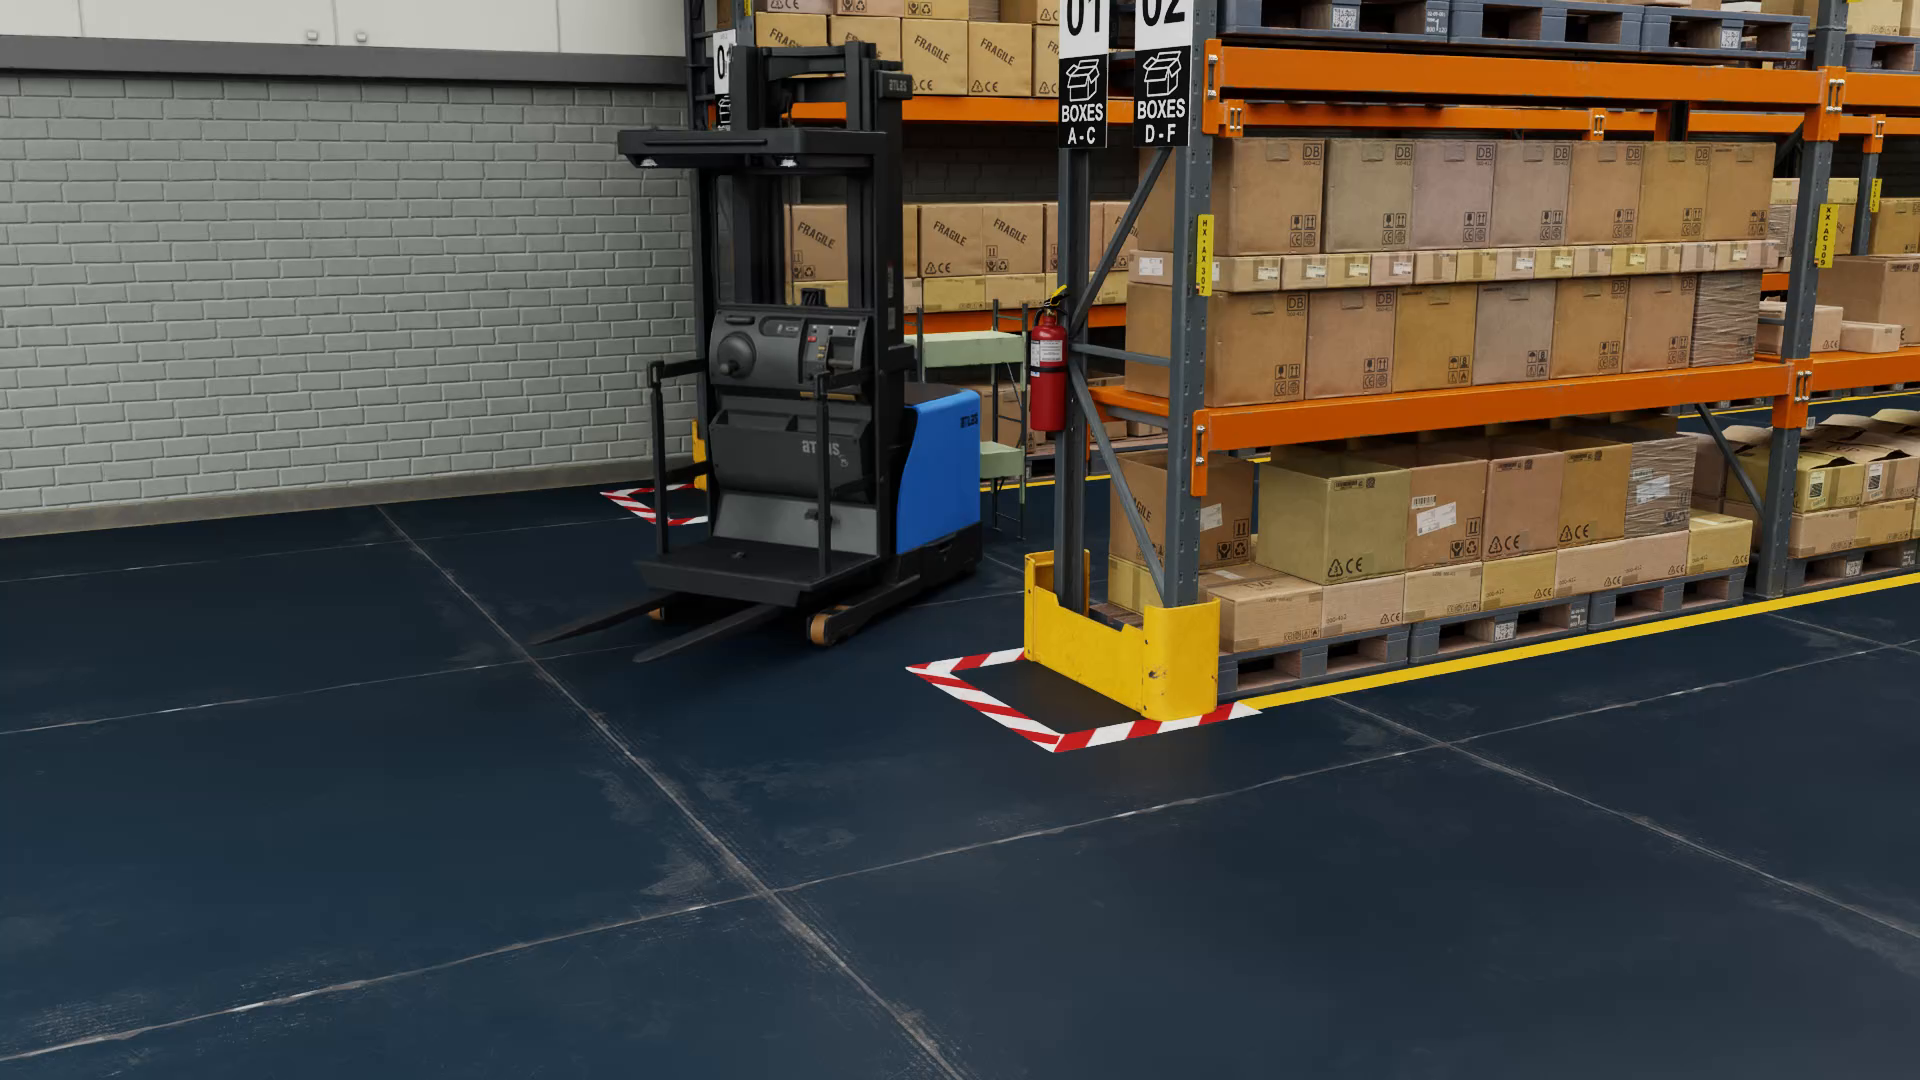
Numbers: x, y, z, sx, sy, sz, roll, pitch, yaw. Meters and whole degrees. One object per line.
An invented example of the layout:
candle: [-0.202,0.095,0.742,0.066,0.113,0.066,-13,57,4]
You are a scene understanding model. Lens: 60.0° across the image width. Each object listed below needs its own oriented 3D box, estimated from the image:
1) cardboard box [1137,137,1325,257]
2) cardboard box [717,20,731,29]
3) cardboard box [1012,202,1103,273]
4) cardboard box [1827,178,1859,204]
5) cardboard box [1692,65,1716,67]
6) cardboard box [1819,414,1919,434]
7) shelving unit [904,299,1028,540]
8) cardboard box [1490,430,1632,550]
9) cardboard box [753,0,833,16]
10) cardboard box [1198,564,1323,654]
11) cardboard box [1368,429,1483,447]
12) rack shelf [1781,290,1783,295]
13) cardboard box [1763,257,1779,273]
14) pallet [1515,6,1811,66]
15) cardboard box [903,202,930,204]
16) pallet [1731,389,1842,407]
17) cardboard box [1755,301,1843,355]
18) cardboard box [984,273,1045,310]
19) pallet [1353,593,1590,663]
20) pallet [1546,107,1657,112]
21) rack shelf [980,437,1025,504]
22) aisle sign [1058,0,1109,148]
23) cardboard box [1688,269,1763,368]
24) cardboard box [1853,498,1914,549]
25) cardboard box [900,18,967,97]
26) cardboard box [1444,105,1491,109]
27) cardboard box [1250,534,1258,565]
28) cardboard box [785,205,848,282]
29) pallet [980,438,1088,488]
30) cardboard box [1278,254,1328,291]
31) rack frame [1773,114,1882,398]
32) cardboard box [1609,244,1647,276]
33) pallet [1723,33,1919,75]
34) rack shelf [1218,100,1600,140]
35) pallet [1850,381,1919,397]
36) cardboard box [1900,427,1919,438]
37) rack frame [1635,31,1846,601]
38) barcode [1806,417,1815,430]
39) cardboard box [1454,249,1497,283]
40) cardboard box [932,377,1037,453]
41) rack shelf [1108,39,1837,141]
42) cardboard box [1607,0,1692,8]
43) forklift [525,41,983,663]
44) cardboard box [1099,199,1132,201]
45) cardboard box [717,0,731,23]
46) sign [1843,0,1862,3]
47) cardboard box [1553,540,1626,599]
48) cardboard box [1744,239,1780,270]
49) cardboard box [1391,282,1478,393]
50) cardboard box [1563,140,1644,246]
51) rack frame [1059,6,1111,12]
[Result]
cardboard box: [1.203,-1.545,7.462,0.500,0.500,0.700,-7,14,-28]
cardboard box: [-1.391,-3.380,11.693,0.500,0.500,0.500,-6,14,-24]
cardboard box: [0.725,-2.275,12.475,0.500,0.500,0.500,-7,15,-29]
cardboard box: [8.609,-3.499,16.667,0.500,0.250,0.500,-6,14,-26]
cardboard box: [6.715,-4.518,15.791,0.500,0.500,0.700,-6,14,-25]
cardboard box: [5.805,-0.627,10.594,0.500,0.311,0.500,-7,14,-29]
shelving unit: [-0.006,-0.731,10.441,0.755,1.500,0.431,-7,14,-28]
cardboard box: [3.068,-0.267,8.562,0.500,0.500,0.500,-7,14,-28]
cardboard box: [-1.182,-3.769,11.143,0.500,0.500,0.500,-8,15,-32]
cardboard box: [1.318,0.311,7.699,0.500,0.250,0.500,-7,14,-28]
cardboard box: [2.379,-0.315,8.775,0.500,0.500,0.500,-7,14,-28]
rack shelf: [10.652,-2.888,18.247,4.000,0.370,1.077,-7,14,-28]
cardboard box: [7.826,-2.724,16.406,0.250,0.149,0.380,-7,14,-28]
pallet: [3.515,-2.558,8.513,1.213,0.211,1.003,-7,14,-28]
cardboard box: [-0.426,-2.265,12.430,0.500,0.500,0.500,-7,15,-29]
pallet: [8.255,-1.572,17.114,1.213,0.211,1.003,-7,14,-28]
cardboard box: [4.663,-1.219,9.537,0.500,0.250,0.500,-6,14,-24]
cardboard box: [0.288,-1.855,12.316,0.500,0.250,0.500,-7,14,-27]
pallet: [2.461,0.333,8.649,1.213,0.211,1.003,-7,14,-28]
pallet: [5.925,-4.057,15.401,1.003,0.211,1.213,-6,14,-25]
rack shelf: [-0.006,-0.413,10.513,0.720,0.370,0.431,-7,14,-28]
aisle sign: [0.542,-2.129,7.319,0.004,0.787,0.394,-7,14,-28]
cardboard box: [3.865,-1.233,9.029,0.500,0.500,0.700,-7,15,-29]
cardboard box: [5.173,-0.144,9.723,0.500,0.250,0.500,-6,14,-26]
cardboard box: [-0.281,-3.380,11.690,0.500,0.500,0.500,-6,14,-25]
cardboard box: [4.203,-4.012,14.494,0.637,0.503,0.797,-5,14,-20]
cardboard box: [1.503,0.157,8.387,0.500,0.250,0.500,-7,14,-28]
cardboard box: [-1.073,-2.061,11.521,0.500,0.500,0.500,-7,14,-28]
pallet: [0.230,-0.619,12.881,1.213,0.211,1.003,-7,14,-28]
cardboard box: [1.419,-1.205,7.426,0.250,0.149,0.380,-7,15,-29]
rack frame: [8.896,-3.028,17.233,0.127,3.000,1.000,-7,14,-28]
cardboard box: [3.221,-1.421,8.386,0.250,0.149,0.380,-7,14,-28]
pallet: [5.019,-2.698,9.368,1.217,0.209,0.805,-8,15,-30]
rack shelf: [3.630,-3.509,14.178,4.000,0.370,1.077,-7,14,-28]
pallet: [9.601,-1.733,17.828,1.213,0.211,1.003,-7,14,-28]
cardboard box: [6.082,-0.527,10.147,0.500,0.311,0.500,-6,14,-26]
rack frame: [4.251,-1.232,9.253,0.127,3.000,1.000,-7,14,-28]
barcode: [4.675,-0.642,9.137,0.075,0.075,0.001,-7,14,-28]
cardboard box: [2.318,-1.312,7.904,0.250,0.149,0.380,-7,14,-29]
cardboard box: [0.182,-0.944,12.663,0.500,0.500,0.700,-8,15,-31]
rack shelf: [2.496,-2.134,8.068,4.000,0.370,1.077,-7,14,-28]
cardboard box: [3.324,-2.667,8.092,0.250,0.149,0.380,-7,14,-28]
forklift: [-0.986,-1.011,8.427,1.130,2.935,3.031,6,14,26]
cardboard box: [1.362,-2.480,13.384,0.500,0.500,0.500,-7,15,-29]
cardboard box: [-1.383,-3.871,11.597,0.500,0.500,0.500,-6,14,-25]
sign: [4.519,-2.880,8.384,0.005,0.325,0.100,-7,14,-28]
cardboard box: [3.074,0.101,8.633,0.500,0.250,0.500,-7,14,-28]
cardboard box: [4.115,-1.528,8.860,0.250,0.149,0.380,-7,14,-28]
cardboard box: [2.054,-1.014,8.056,0.500,0.500,0.700,-7,14,-27]
cardboard box: [2.982,-1.760,8.416,0.500,0.500,0.700,-7,14,-28]
rack frame: [0.740,-3.738,6.725,0.127,3.000,1.000,-7,14,-28]
